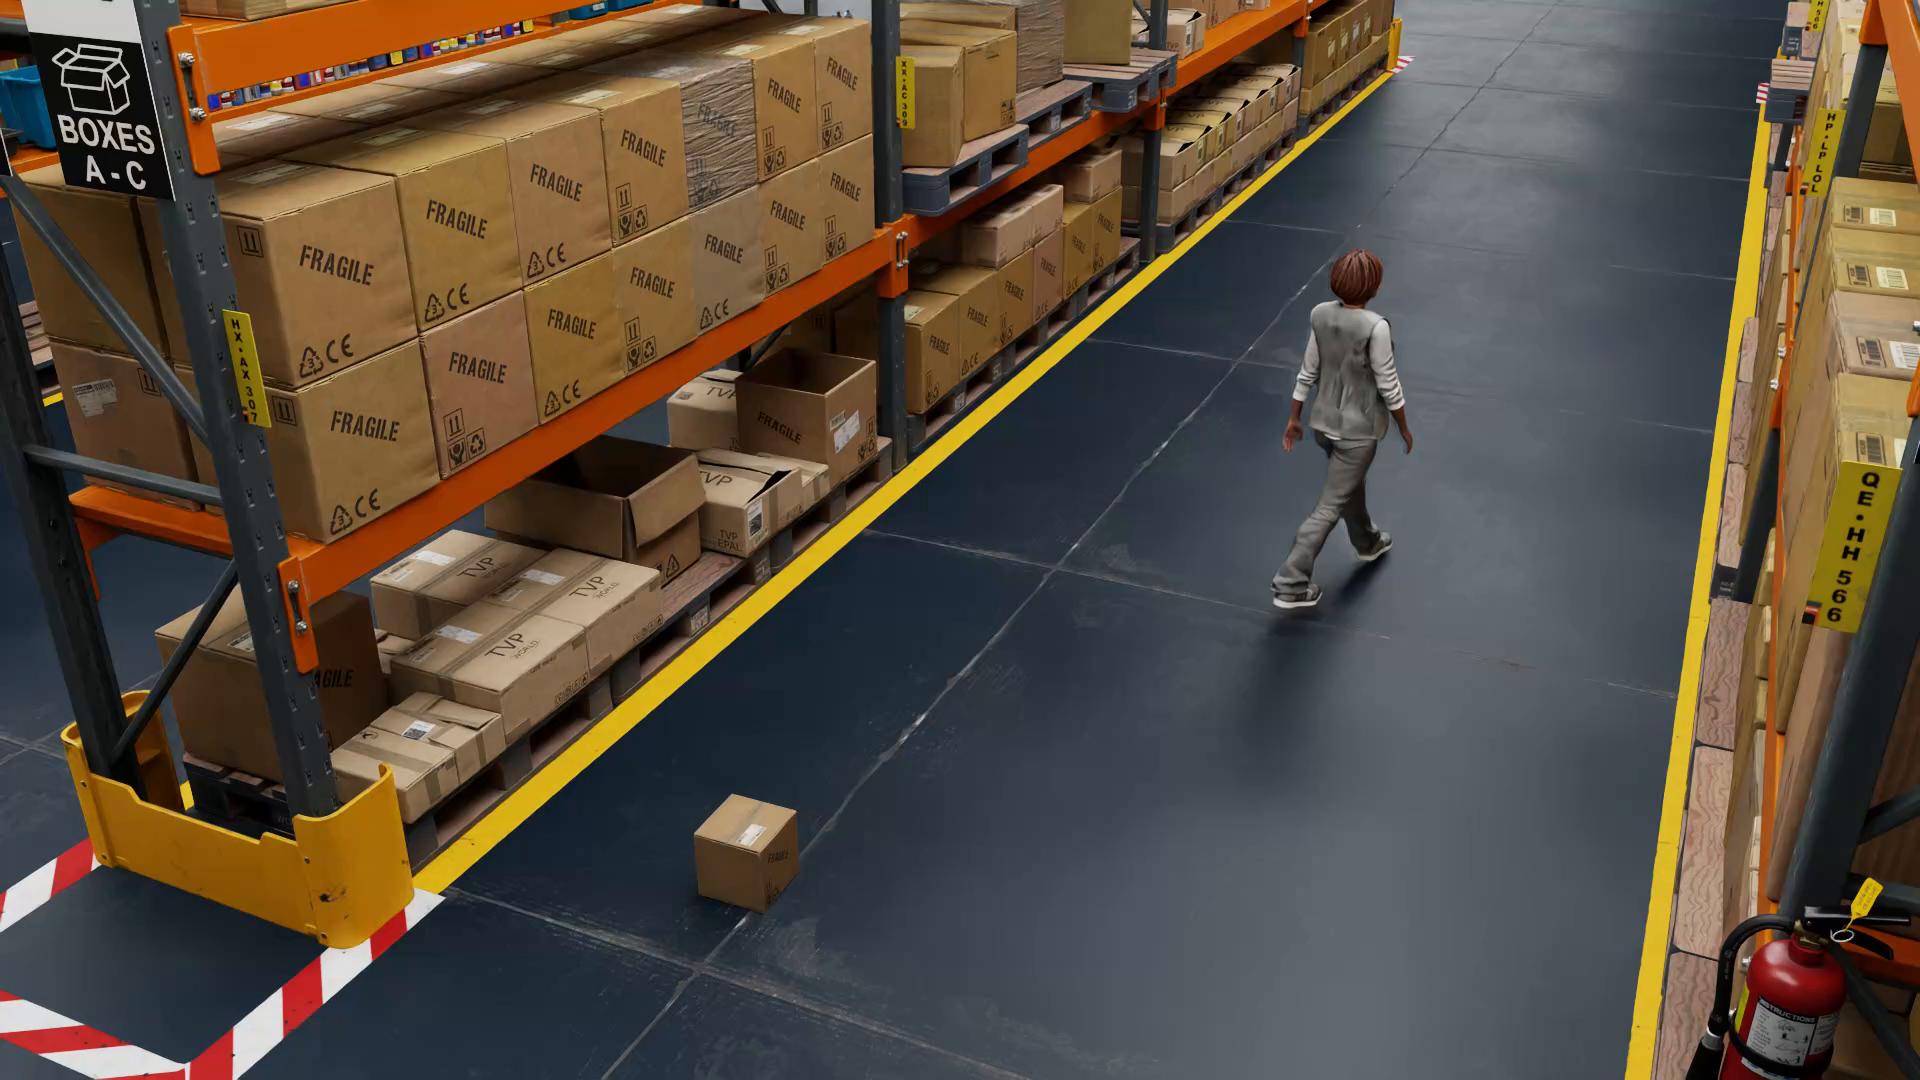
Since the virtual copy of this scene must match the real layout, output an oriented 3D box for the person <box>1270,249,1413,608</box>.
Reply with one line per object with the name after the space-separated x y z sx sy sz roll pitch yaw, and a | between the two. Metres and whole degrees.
1.704 -0.504 7.108 0.930 1.540 0.447 -17 31 -30 | person
